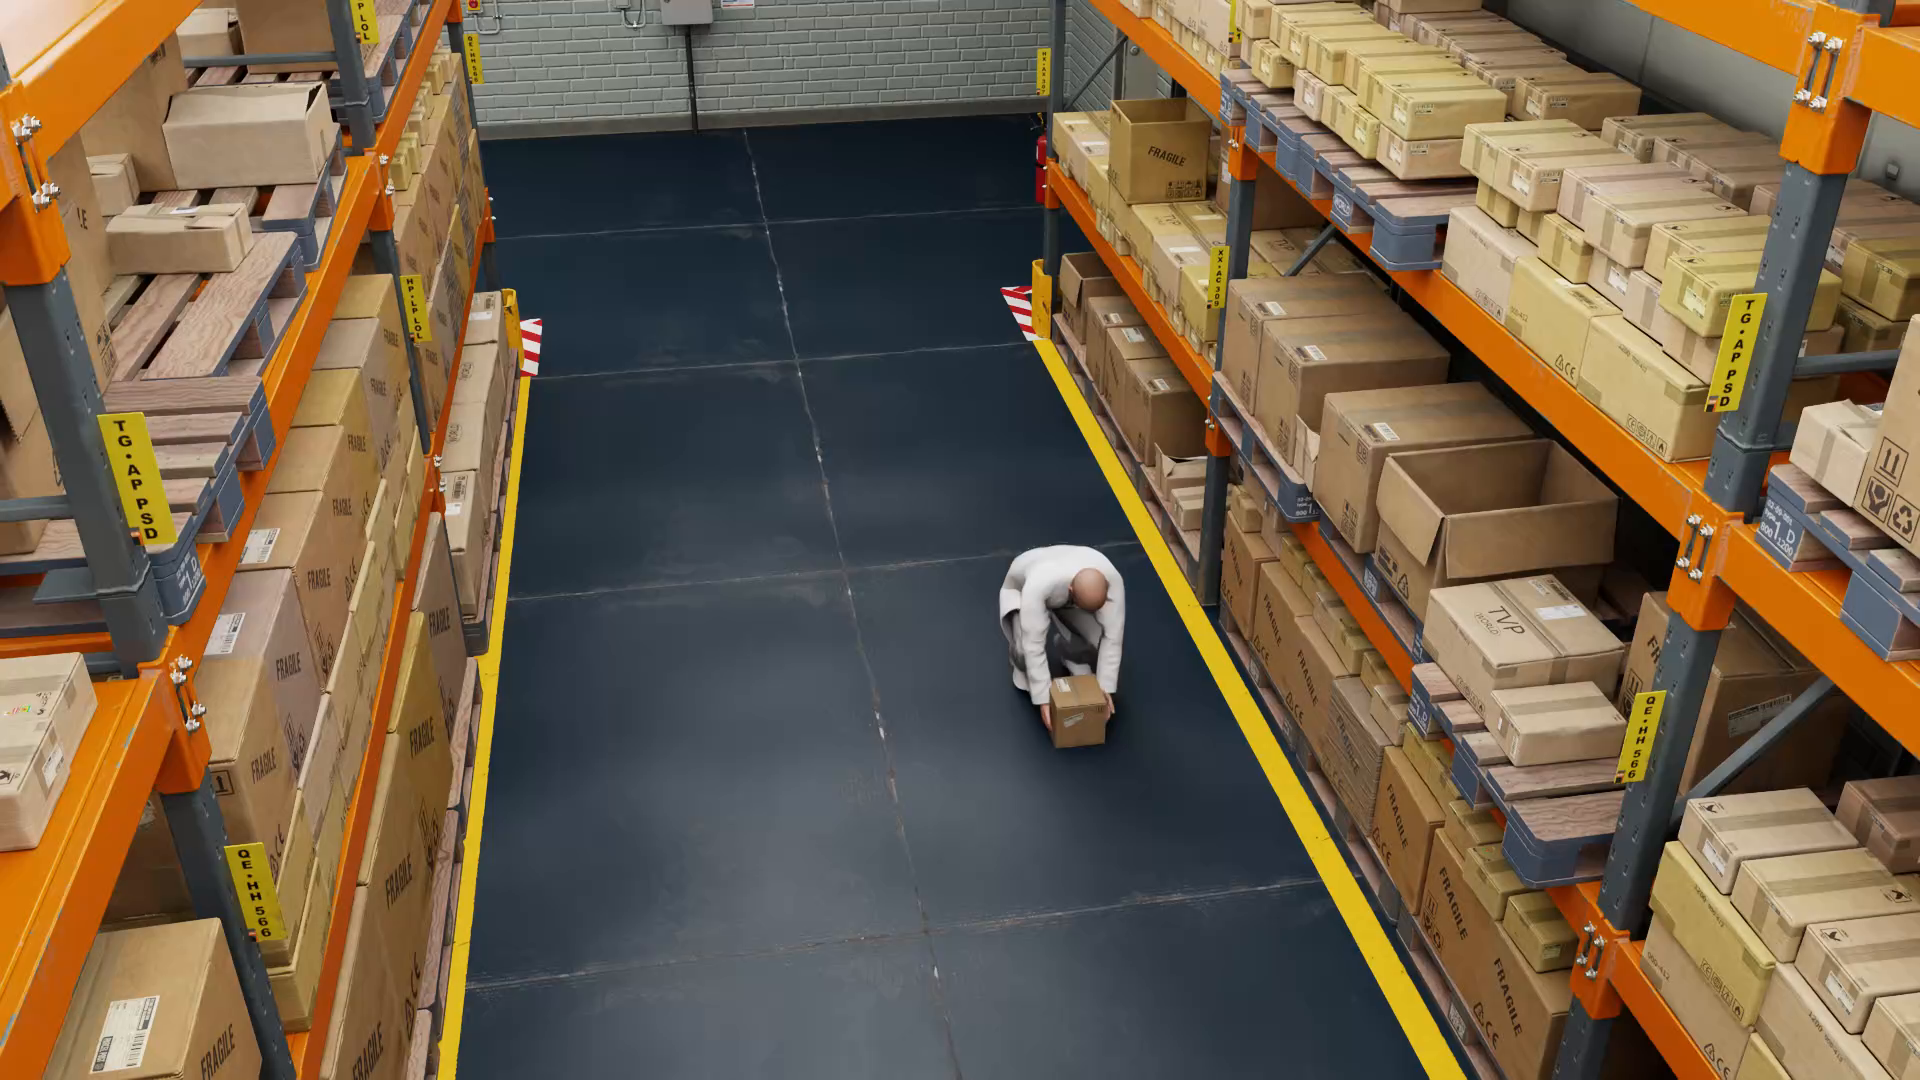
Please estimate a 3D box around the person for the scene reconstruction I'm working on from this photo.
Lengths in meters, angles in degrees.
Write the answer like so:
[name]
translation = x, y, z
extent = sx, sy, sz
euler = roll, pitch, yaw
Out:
[person]
translation = 0.503, 0.383, 8.381
extent = 0.591, 0.894, 0.911
euler = -6, 31, -10
